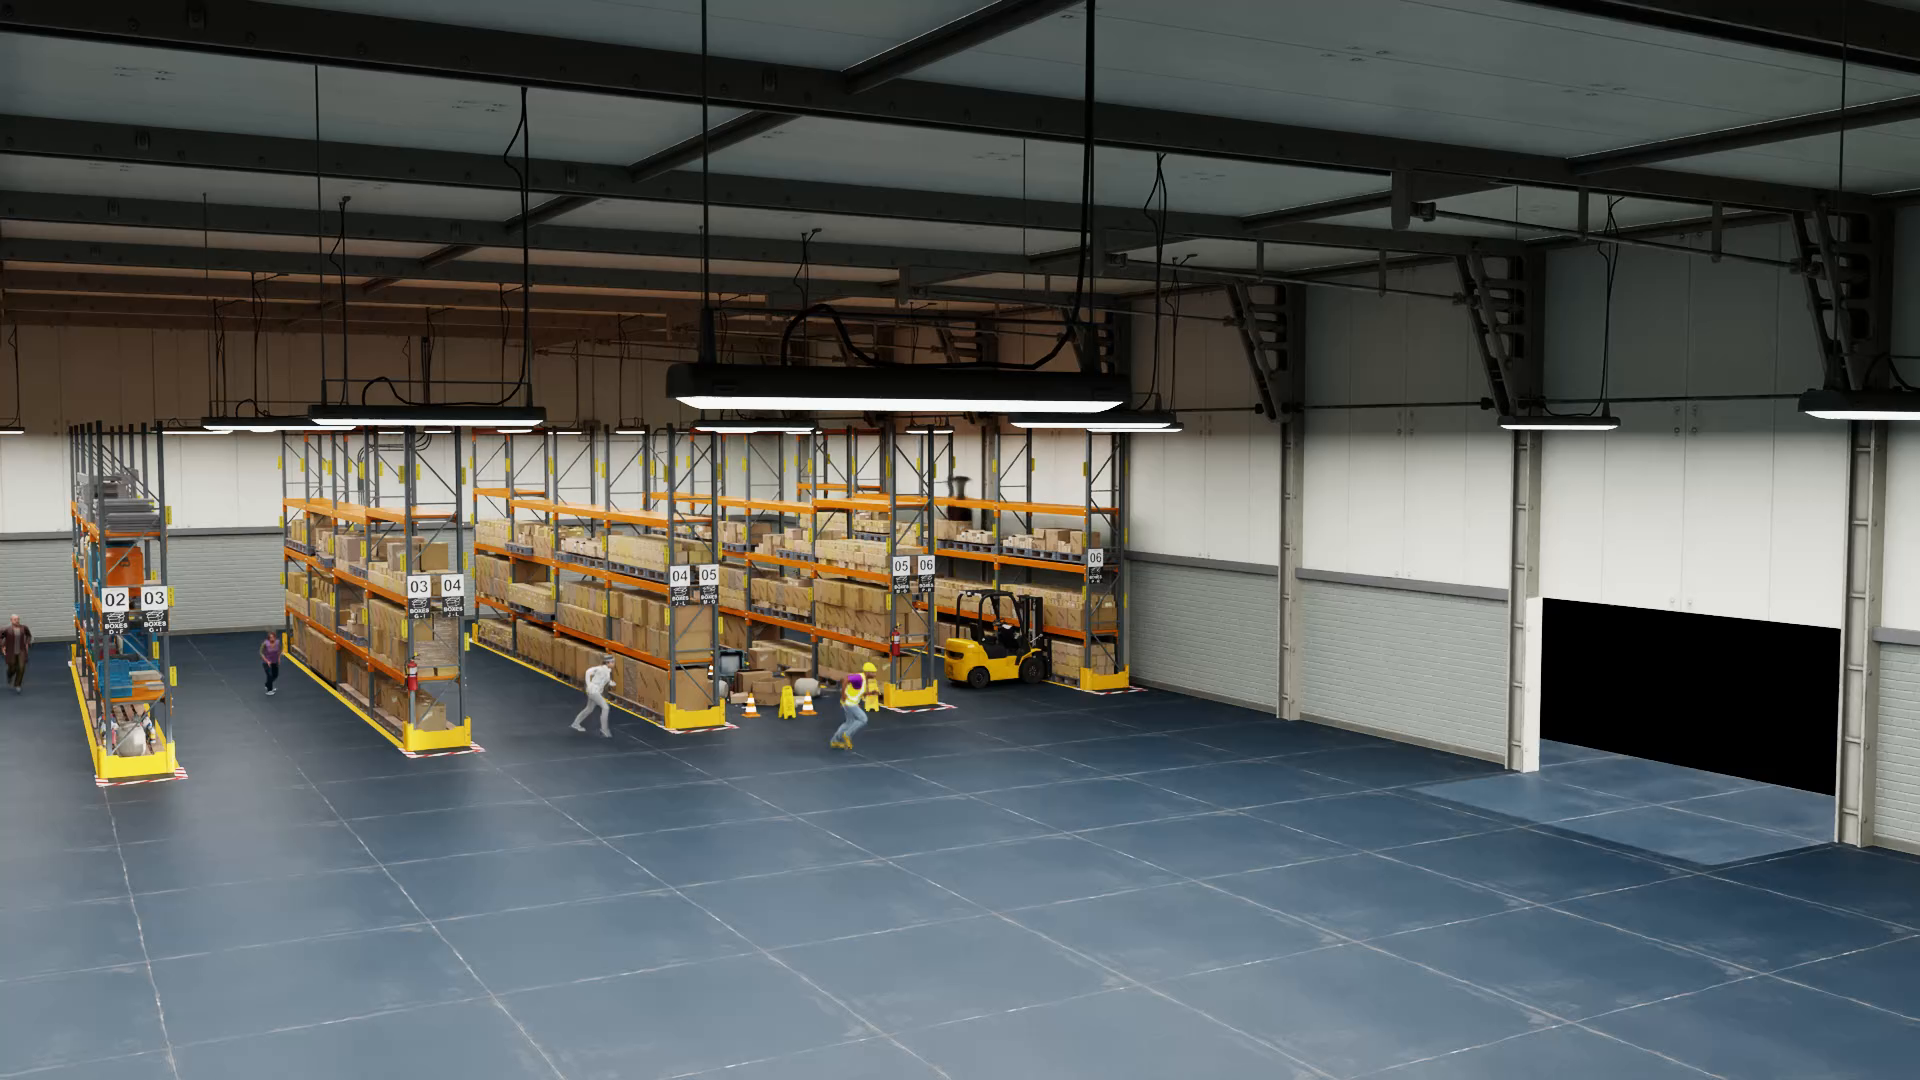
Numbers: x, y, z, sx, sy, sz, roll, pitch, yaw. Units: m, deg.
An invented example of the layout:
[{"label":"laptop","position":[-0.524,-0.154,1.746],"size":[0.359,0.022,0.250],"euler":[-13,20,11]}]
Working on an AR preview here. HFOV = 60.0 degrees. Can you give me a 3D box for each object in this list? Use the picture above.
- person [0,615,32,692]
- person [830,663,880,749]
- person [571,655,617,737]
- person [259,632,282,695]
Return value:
[{"label":"person","position":[-21.412,2.592,37.679],"size":[0.728,1.644,0.721],"euler":[-3,5,-42]},{"label":"person","position":[-1.941,3.035,30.433],"size":[0.929,1.595,0.741],"euler":[1,4,12]},{"label":"person","position":[-7.030,2.995,31.827],"size":[0.941,1.628,0.664],"euler":[1,4,14]},{"label":"person","position":[-15.310,2.720,36.916],"size":[0.808,1.446,0.556],"euler":[3,5,40]}]
